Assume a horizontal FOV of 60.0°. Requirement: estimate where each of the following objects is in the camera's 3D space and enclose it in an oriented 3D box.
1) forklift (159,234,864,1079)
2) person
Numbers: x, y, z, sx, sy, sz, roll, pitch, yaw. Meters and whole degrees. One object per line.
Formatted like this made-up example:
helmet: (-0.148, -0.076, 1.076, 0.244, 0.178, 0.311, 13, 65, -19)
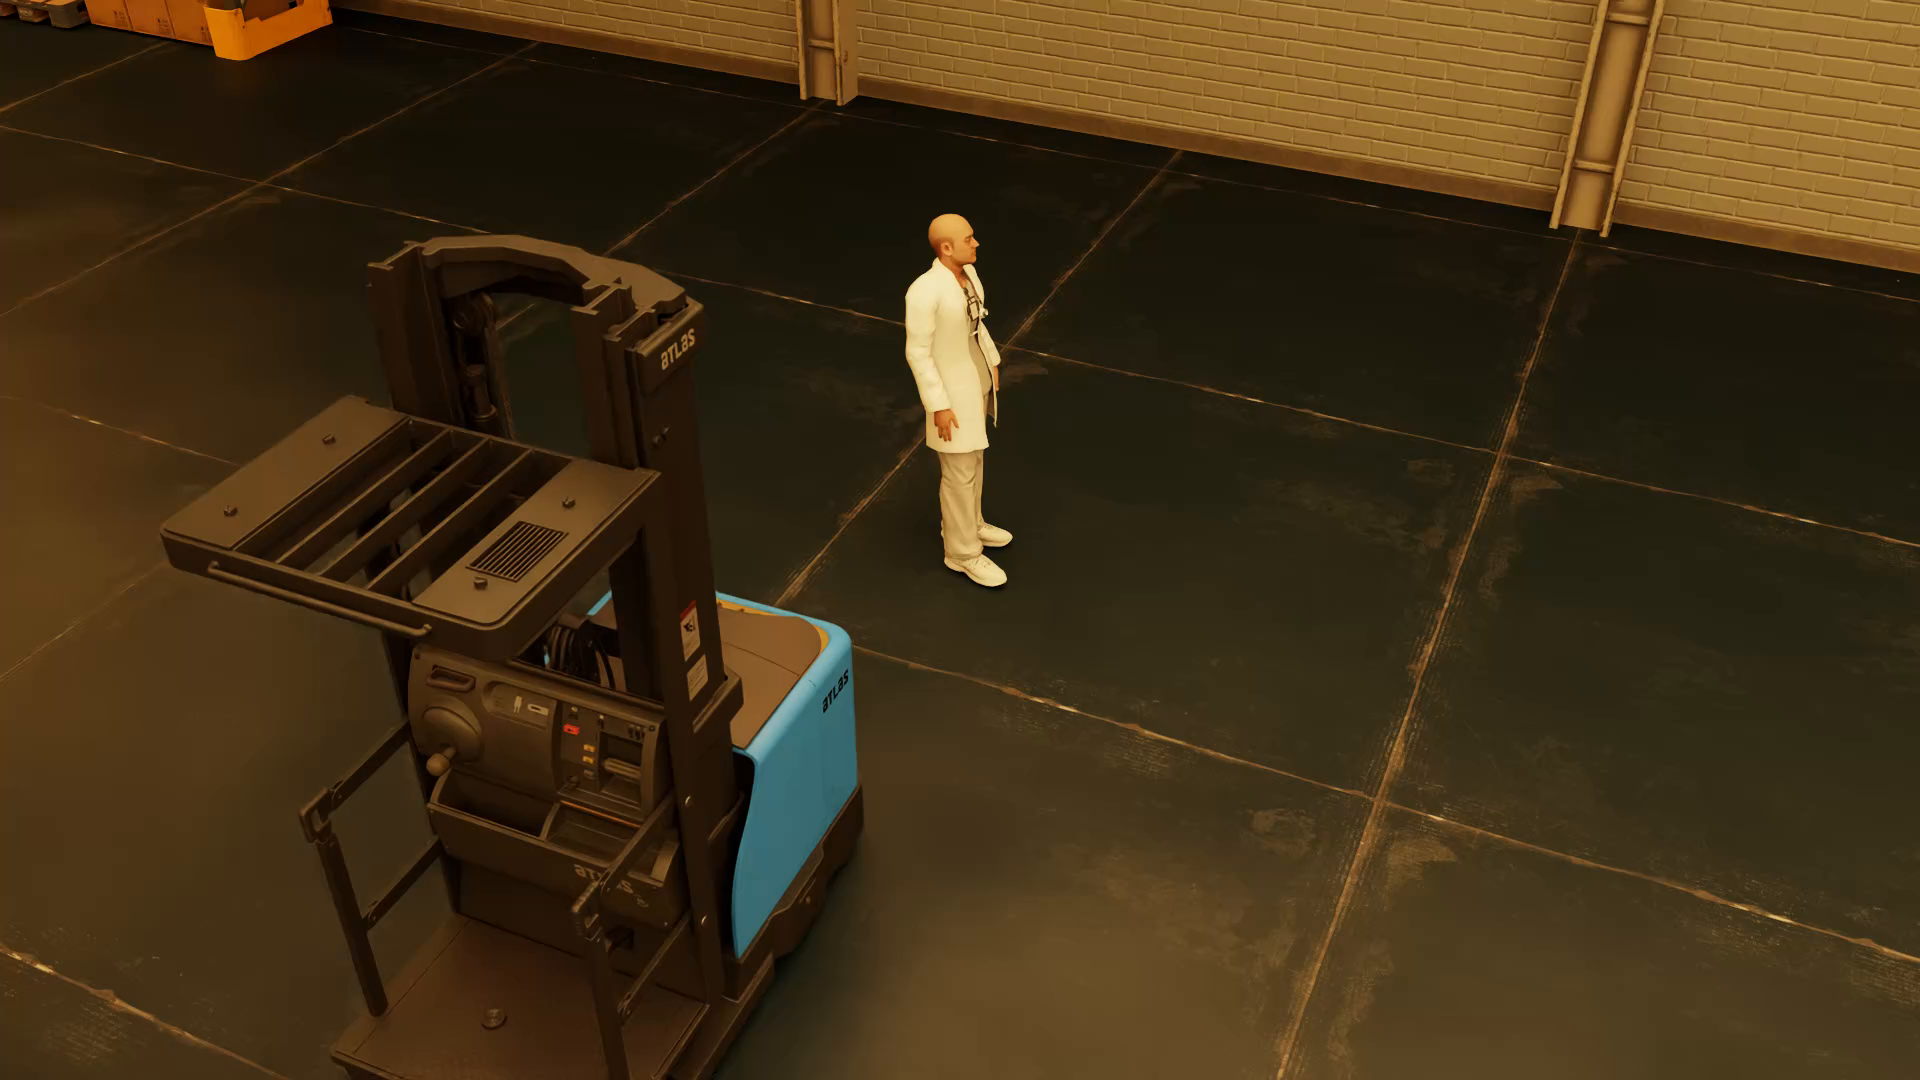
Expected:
forklift: (-1.440, 0.689, 5.120, 1.130, 2.935, 3.031, 14, 38, 19)
person: (0.080, -0.705, 8.056, 0.581, 1.775, 0.696, 15, 38, 20)
